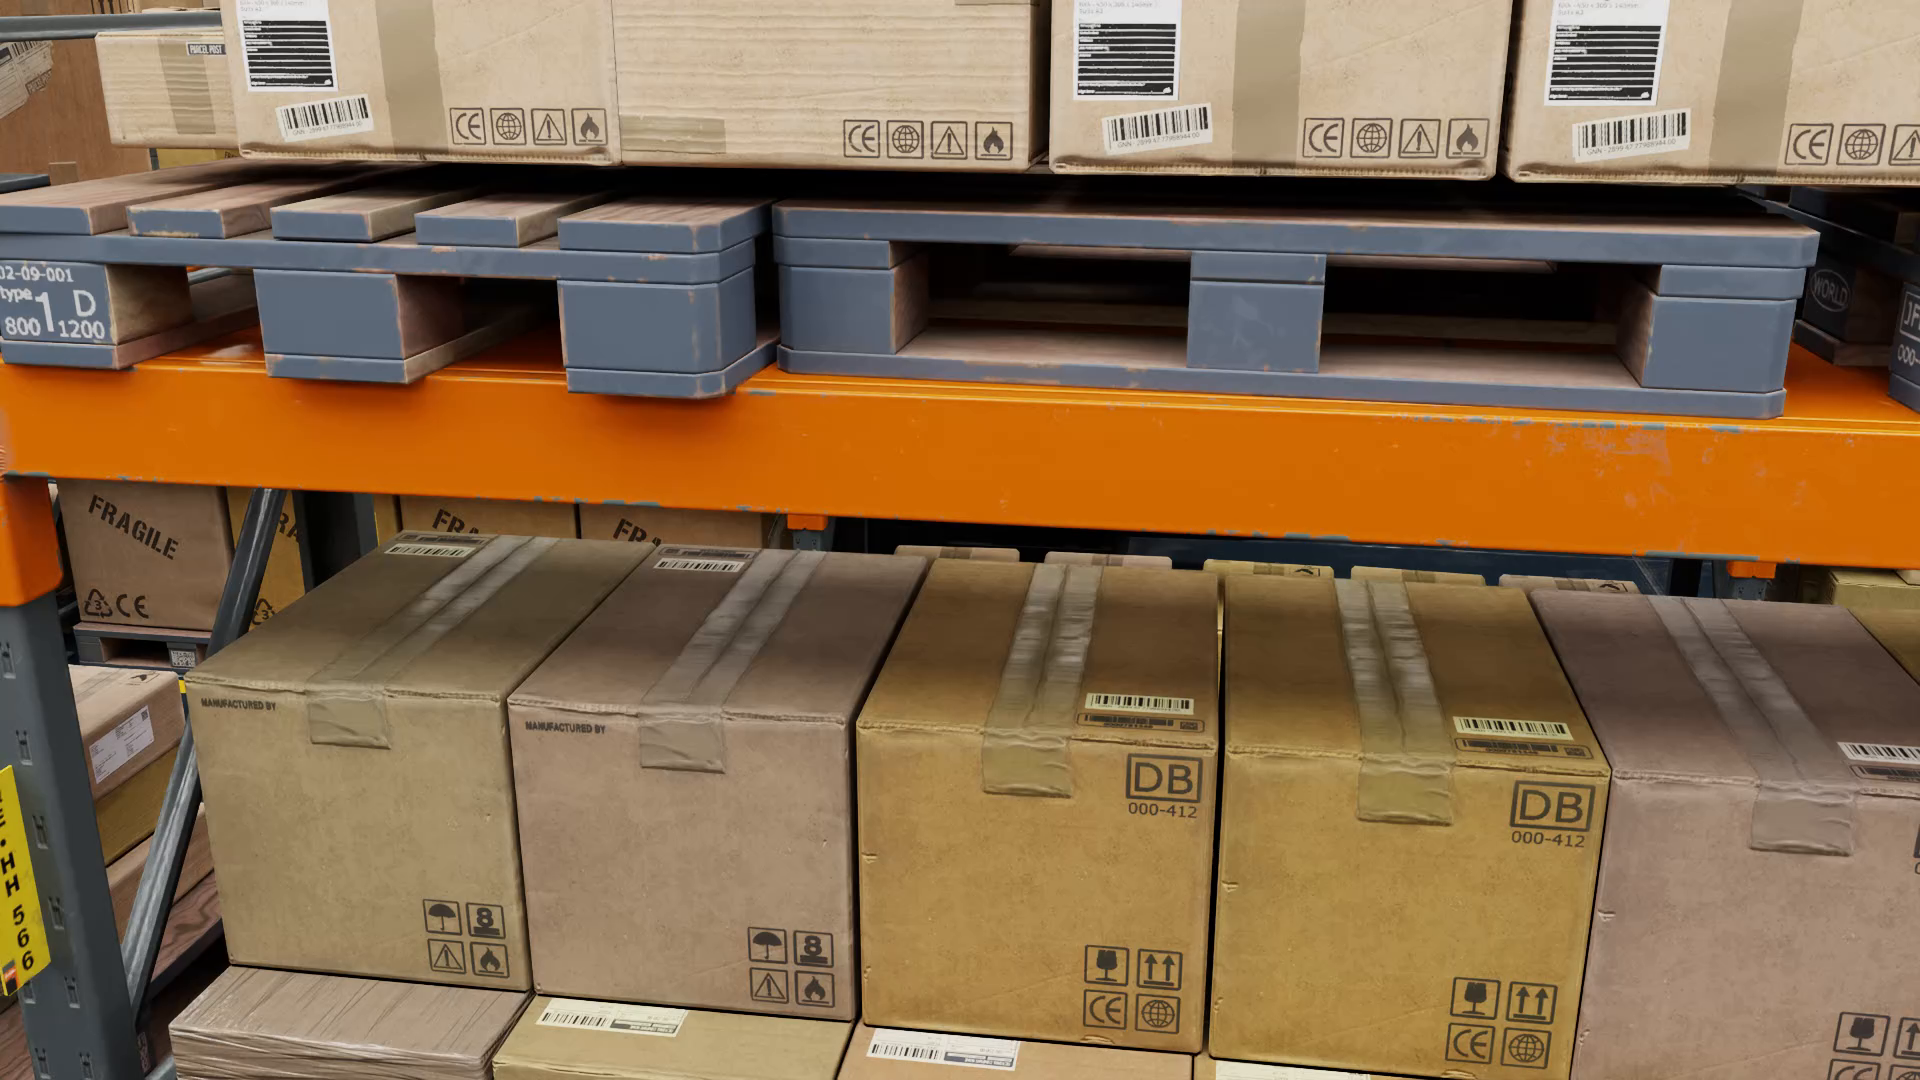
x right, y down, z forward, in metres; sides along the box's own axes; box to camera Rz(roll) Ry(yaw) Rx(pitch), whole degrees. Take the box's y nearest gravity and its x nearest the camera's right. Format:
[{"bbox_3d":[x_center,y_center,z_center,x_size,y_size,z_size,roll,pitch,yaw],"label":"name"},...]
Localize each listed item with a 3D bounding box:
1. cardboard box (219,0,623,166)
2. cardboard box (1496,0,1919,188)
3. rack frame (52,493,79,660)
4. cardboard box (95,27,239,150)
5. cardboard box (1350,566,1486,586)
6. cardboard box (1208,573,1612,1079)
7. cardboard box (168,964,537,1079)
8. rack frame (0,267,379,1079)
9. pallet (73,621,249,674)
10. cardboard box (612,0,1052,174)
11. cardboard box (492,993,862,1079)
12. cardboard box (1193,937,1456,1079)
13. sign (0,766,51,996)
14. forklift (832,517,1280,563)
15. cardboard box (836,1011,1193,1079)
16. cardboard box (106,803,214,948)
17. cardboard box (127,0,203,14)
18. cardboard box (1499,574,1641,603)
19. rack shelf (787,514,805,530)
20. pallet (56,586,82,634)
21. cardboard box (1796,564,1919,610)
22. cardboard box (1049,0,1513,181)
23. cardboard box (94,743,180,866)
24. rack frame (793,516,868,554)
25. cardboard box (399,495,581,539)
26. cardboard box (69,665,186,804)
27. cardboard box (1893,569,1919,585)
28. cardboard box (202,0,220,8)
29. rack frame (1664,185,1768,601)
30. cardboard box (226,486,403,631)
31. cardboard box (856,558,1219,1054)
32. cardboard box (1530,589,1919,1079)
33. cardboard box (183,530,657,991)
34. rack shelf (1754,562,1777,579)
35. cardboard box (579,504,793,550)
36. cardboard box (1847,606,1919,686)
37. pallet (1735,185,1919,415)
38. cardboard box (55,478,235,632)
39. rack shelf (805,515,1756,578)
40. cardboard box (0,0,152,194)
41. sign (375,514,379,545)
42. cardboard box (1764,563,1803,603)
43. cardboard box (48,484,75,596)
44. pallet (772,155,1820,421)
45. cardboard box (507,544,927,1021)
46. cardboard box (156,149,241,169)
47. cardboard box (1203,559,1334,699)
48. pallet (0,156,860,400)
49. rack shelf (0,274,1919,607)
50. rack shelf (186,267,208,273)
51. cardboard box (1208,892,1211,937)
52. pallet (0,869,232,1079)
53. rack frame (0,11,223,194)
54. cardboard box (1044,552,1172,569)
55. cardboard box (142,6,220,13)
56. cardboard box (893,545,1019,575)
[{"bbox_3d":[-0.617,-0.688,2.226,0.500,0.311,0.500,3,19,9],"label":"cardboard box"},{"bbox_3d":[0.887,-0.611,1.996,0.500,0.311,0.500,2,19,7],"label":"cardboard box"},{"bbox_3d":[-4.560,-0.924,8.336,0.127,3.000,1.000,3,19,9],"label":"rack frame"},{"bbox_3d":[-0.992,-0.650,2.366,0.250,0.149,0.380,2,19,6],"label":"cardboard box"},{"bbox_3d":[2.110,0.465,7.665,0.625,0.372,0.950,4,19,12],"label":"cardboard box"},{"bbox_3d":[0.656,0.413,2.607,0.500,0.500,0.700,3,19,8],"label":"cardboard box"},{"bbox_3d":[-0.896,0.893,2.749,0.500,0.500,0.500,3,19,9],"label":"cardboard box"},{"bbox_3d":[-1.296,0.833,3.085,0.127,3.000,1.000,3,19,9],"label":"rack frame"},{"bbox_3d":[-3.787,0.414,8.733,1.213,0.211,1.003,3,19,9],"label":"pallet"},{"bbox_3d":[-0.122,-0.634,2.160,0.500,0.250,0.500,3,19,10],"label":"cardboard box"},{"bbox_3d":[-0.394,0.918,2.675,0.500,0.500,0.500,3,19,8],"label":"cardboard box"},{"bbox_3d":[0.596,0.969,2.521,0.500,0.500,0.500,3,19,8],"label":"cardboard box"},{"bbox_3d":[-1.373,0.492,2.404,0.005,0.325,0.100,3,19,9],"label":"sign"},{"bbox_3d":[0.618,-1.366,9.768,3.031,2.935,1.130,2,19,6],"label":"forklift"},{"bbox_3d":[0.104,0.943,2.598,0.500,0.500,0.500,3,19,9],"label":"cardboard box"},{"bbox_3d":[-1.706,0.668,3.314,0.250,0.149,0.380,3,19,8],"label":"cardboard box"},{"bbox_3d":[-3.736,-2.458,7.374,0.500,0.500,0.500,3,19,8],"label":"cardboard box"},{"bbox_3d":[2.820,0.500,7.560,0.625,0.372,0.950,3,19,9],"label":"cardboard box"},{"bbox_3d":[-2.586,-0.482,8.150,4.000,0.370,1.077,3,19,9],"label":"rack shelf"},{"bbox_3d":[-5.299,0.336,8.967,1.213,0.211,1.003,3,19,9],"label":"pallet"},{"bbox_3d":[3.878,0.342,7.042,0.500,0.500,0.500,4,19,11],"label":"cardboard box"},{"bbox_3d":[0.385,-0.637,2.073,0.500,0.311,0.500,3,19,8],"label":"cardboard box"},{"bbox_3d":[-1.742,0.525,3.271,0.250,0.149,0.380,4,19,11],"label":"cardboard box"},{"bbox_3d":[-0.611,-0.722,7.735,0.127,3.000,1.000,3,19,9],"label":"rack frame"},{"bbox_3d":[-2.160,-0.021,8.325,0.875,0.875,0.875,3,19,9],"label":"cardboard box"},{"bbox_3d":[-1.726,0.387,3.215,0.250,0.149,0.380,3,19,9],"label":"cardboard box"},{"bbox_3d":[3.992,0.060,6.864,0.250,0.149,0.380,3,19,9],"label":"cardboard box"},{"bbox_3d":[-3.657,-2.525,7.872,0.500,0.311,0.500,3,19,9],"label":"cardboard box"},{"bbox_3d":[3.338,-0.521,7.133,0.127,3.000,1.000,3,19,9],"label":"rack frame"},{"bbox_3d":[-3.042,-0.066,8.460,0.875,0.875,0.875,3,19,10],"label":"cardboard box"},{"bbox_3d":[0.152,0.388,2.683,0.500,0.500,0.700,3,19,8],"label":"cardboard box"},{"bbox_3d":[1.155,0.439,2.530,0.500,0.500,0.700,3,19,9],"label":"cardboard box"},{"bbox_3d":[-0.855,0.338,2.833,0.500,0.500,0.700,3,19,8],"label":"cardboard box"},{"bbox_3d":[5.313,-0.079,6.946,4.000,0.370,1.077,3,19,9],"label":"rack shelf"},{"bbox_3d":[-1.280,0.025,8.187,0.875,0.875,0.875,3,19,8],"label":"cardboard box"},{"bbox_3d":[1.654,0.465,2.453,0.500,0.500,0.700,3,19,8],"label":"cardboard box"},{"bbox_3d":[1.740,-0.328,2.129,1.217,0.209,0.805,2,19,6],"label":"pallet"},{"bbox_3d":[-3.936,-0.109,8.589,0.875,0.875,0.875,4,19,10],"label":"cardboard box"},{"bbox_3d":[1.364,-0.281,7.548,4.000,0.370,1.077,3,19,9],"label":"rack shelf"},{"bbox_3d":[-1.818,-0.749,2.928,0.500,0.500,0.500,3,19,9],"label":"cardboard box"},{"bbox_3d":[-1.212,0.110,3.421,0.005,0.325,0.100,3,19,9],"label":"sign"},{"bbox_3d":[3.965,0.174,7.546,0.500,0.500,0.500,3,19,8],"label":"cardboard box"},{"bbox_3d":[-5.163,0.027,8.871,0.875,0.438,0.875,3,19,8],"label":"cardboard box"},{"bbox_3d":[0.452,-0.428,2.426,1.213,0.211,1.003,4,19,11],"label":"pallet"},{"bbox_3d":[-0.355,0.363,2.759,0.500,0.500,0.700,3,19,8],"label":"cardboard box"},{"bbox_3d":[-5.840,-2.923,12.898,0.500,0.500,0.500,3,19,10],"label":"cardboard box"},{"bbox_3d":[1.423,0.431,7.768,0.625,0.372,0.950,4,19,10],"label":"cardboard box"},{"bbox_3d":[-0.652,-0.484,2.592,1.003,0.211,1.213,4,19,11],"label":"pallet"},{"bbox_3d":[0.678,-0.147,2.422,4.000,0.370,1.077,3,19,9],"label":"rack shelf"},{"bbox_3d":[-3.271,-0.349,3.024,4.000,0.370,1.077,3,19,9],"label":"rack shelf"},{"bbox_3d":[0.683,0.800,3.028,0.500,0.500,0.500,3,19,10],"label":"cardboard box"},{"bbox_3d":[-2.017,0.922,3.123,1.003,0.211,1.213,3,19,9],"label":"pallet"},{"bbox_3d":[-1.296,-2.011,2.133,0.127,3.000,1.000,3,19,9],"label":"rack frame"},{"bbox_3d":[0.675,0.391,7.887,0.625,0.372,0.950,3,19,8],"label":"cardboard box"},{"bbox_3d":[-3.367,-2.261,7.313,0.250,0.166,0.380,2,19,5],"label":"cardboard box"},{"bbox_3d":[-0.055,0.356,7.991,0.625,0.372,0.950,2,19,5],"label":"cardboard box"}]
